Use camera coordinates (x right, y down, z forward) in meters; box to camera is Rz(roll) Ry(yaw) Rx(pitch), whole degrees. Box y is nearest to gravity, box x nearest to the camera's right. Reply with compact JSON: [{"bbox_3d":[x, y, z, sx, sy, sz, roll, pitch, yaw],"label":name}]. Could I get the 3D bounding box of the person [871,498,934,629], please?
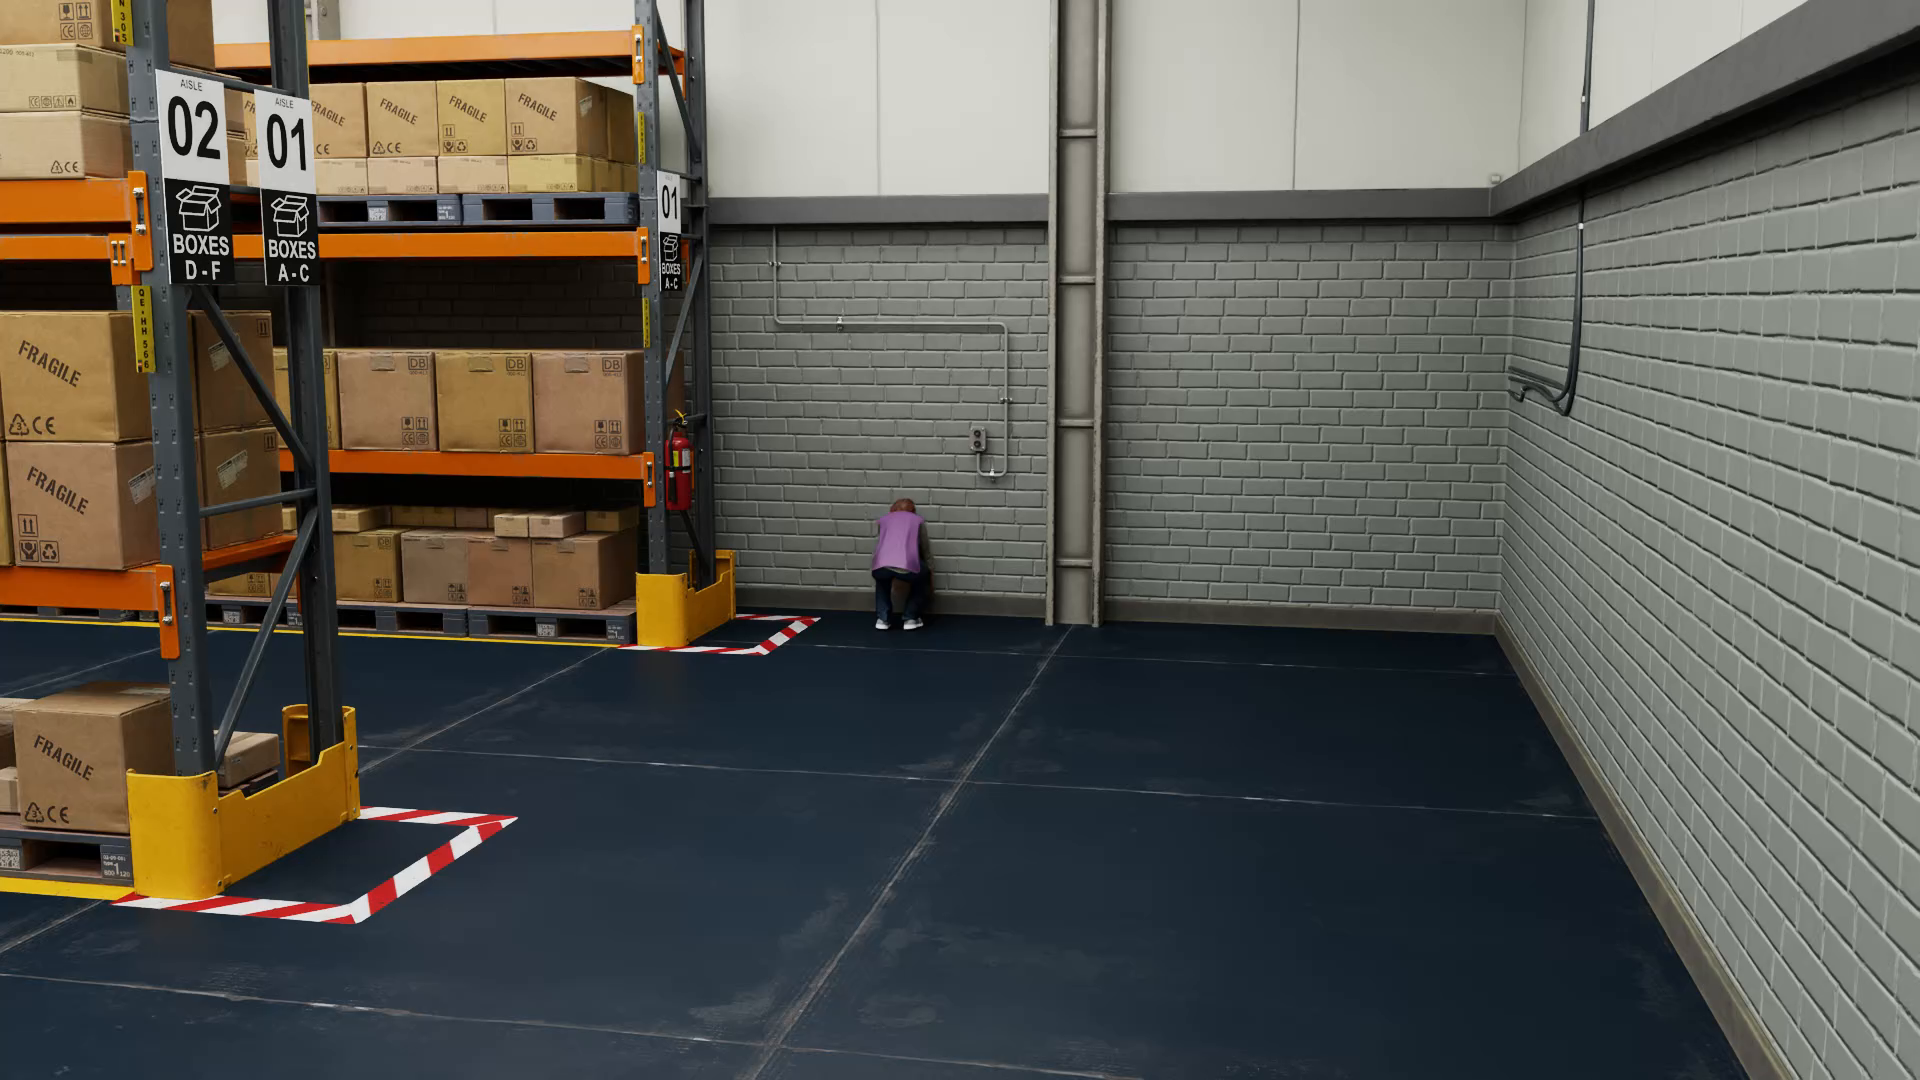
[{"bbox_3d":[-0.422,0.178,12.077,0.416,0.906,0.838,1,8,10],"label":"person"}]
